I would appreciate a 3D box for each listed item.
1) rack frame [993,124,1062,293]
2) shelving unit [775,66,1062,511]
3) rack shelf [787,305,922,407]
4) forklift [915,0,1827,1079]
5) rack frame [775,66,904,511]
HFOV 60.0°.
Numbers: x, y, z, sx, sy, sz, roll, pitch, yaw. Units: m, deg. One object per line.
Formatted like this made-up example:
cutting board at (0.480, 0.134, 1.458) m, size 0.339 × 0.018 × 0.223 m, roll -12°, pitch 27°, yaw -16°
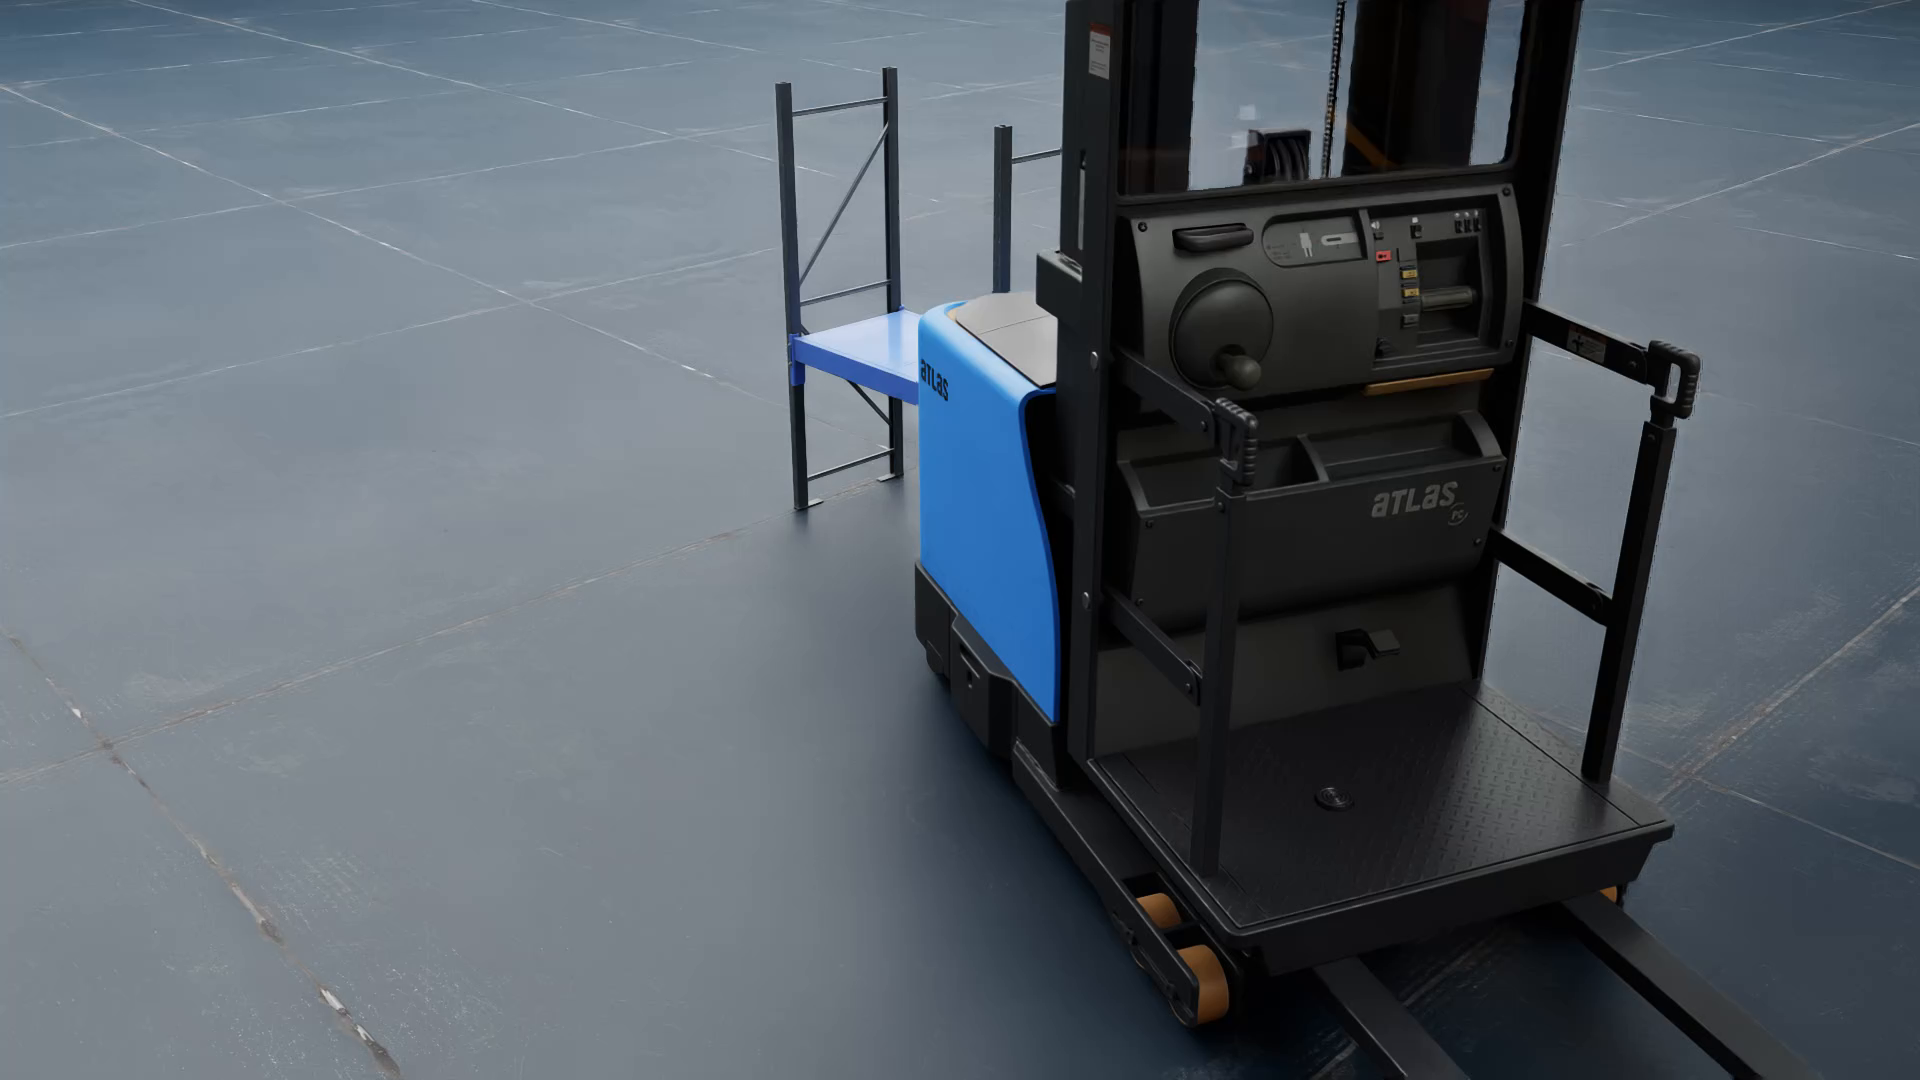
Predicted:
rack frame at (0.289, -0.554, 5.158) m, size 0.500 × 1.500 × 0.032 m, roll -21°, pitch 32°, yaw -38°
shelving unit at (-0.058, -0.708, 5.495) m, size 0.538 × 1.500 × 1.048 m, roll -21°, pitch 32°, yaw -38°
rack shelf at (-0.058, -0.545, 5.570) m, size 0.538 × 0.185 × 1.000 m, roll -21°, pitch 32°, yaw -38°
forklift at (0.865, -0.506, 3.328) m, size 1.130 × 2.935 × 3.031 m, roll -9°, pitch 26°, yaw -19°
rack frame at (-0.406, -0.862, 5.833) m, size 0.500 × 1.500 × 0.032 m, roll -21°, pitch 32°, yaw -38°
